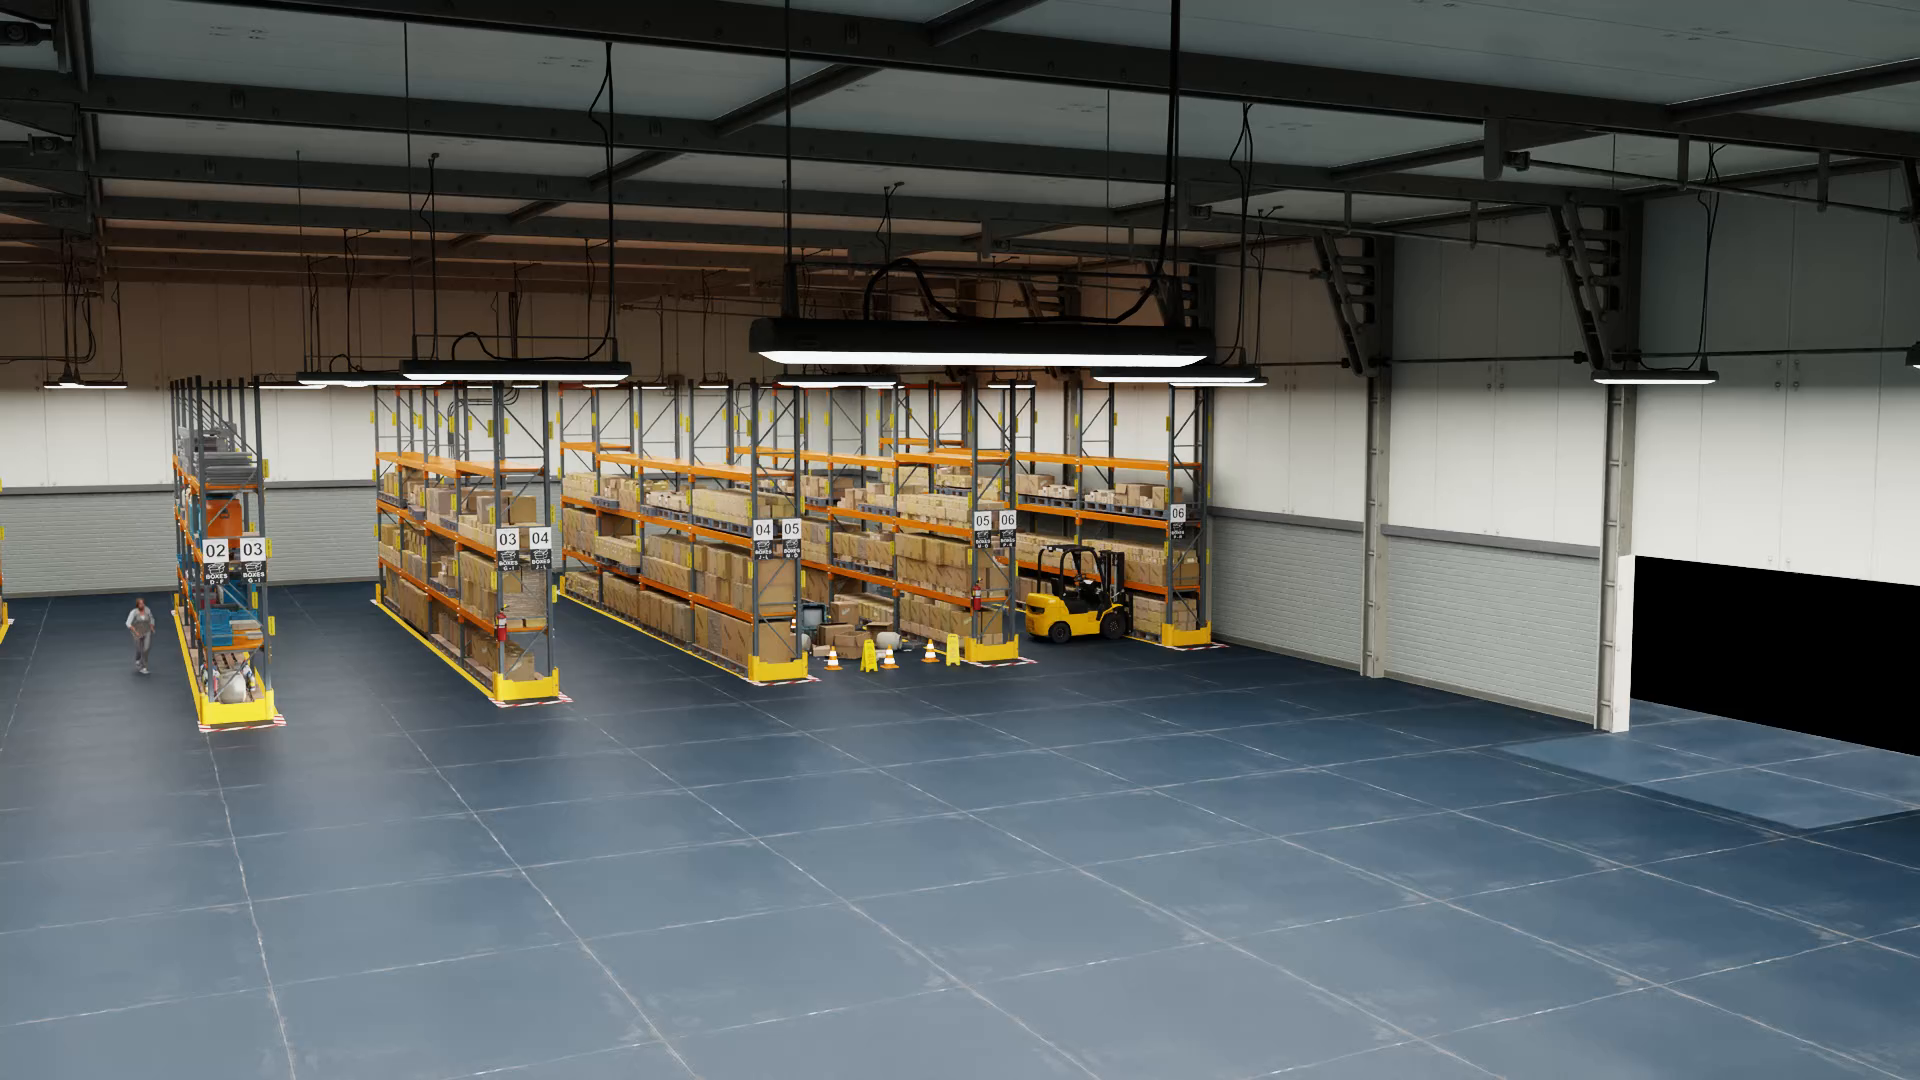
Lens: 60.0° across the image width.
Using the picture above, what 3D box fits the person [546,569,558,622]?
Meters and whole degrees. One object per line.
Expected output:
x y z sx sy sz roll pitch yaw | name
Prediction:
-10.259 1.267 41.126 0.570 1.635 0.723 -4 7 -39 | person

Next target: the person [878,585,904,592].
-1.913 0.700 47.510 0.789 1.612 0.697 -1 5 -12 | person

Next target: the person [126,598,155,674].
-16.739 1.993 33.973 0.542 1.445 0.647 -4 6 -36 | person
